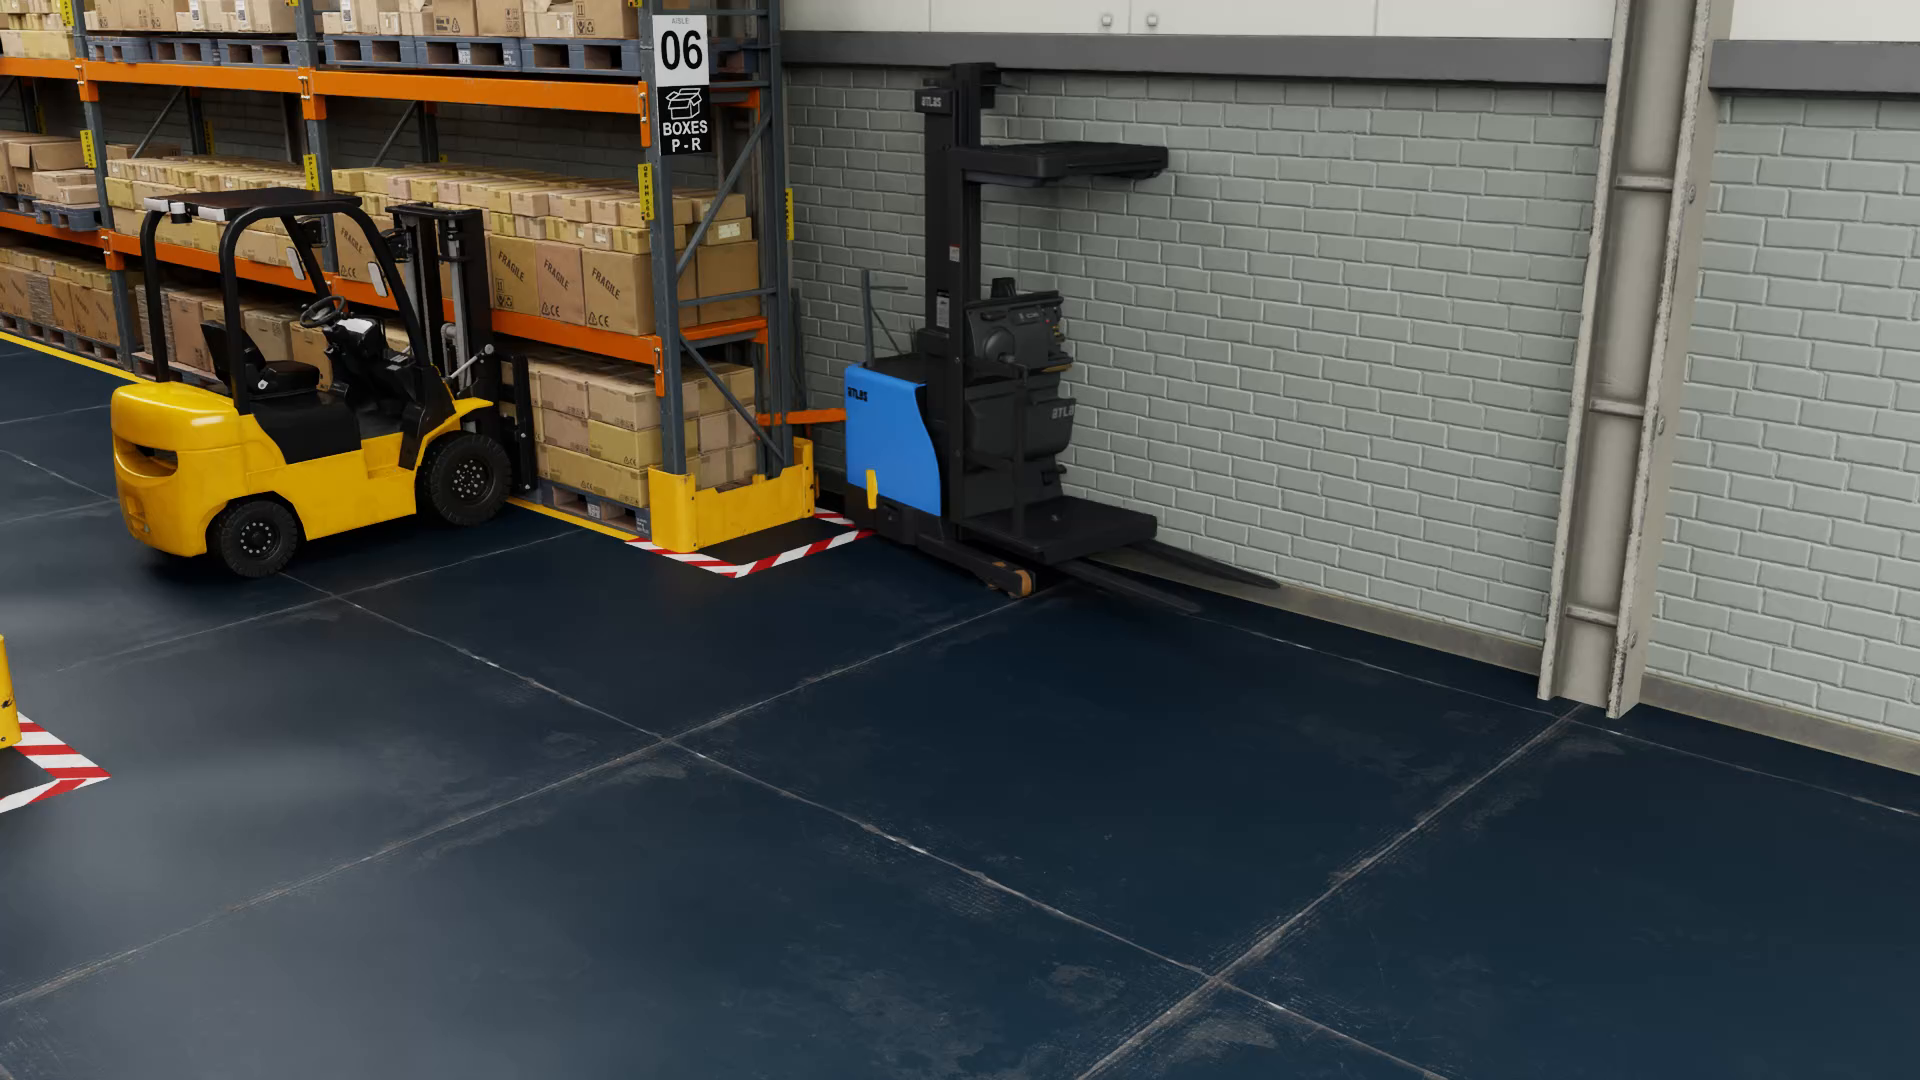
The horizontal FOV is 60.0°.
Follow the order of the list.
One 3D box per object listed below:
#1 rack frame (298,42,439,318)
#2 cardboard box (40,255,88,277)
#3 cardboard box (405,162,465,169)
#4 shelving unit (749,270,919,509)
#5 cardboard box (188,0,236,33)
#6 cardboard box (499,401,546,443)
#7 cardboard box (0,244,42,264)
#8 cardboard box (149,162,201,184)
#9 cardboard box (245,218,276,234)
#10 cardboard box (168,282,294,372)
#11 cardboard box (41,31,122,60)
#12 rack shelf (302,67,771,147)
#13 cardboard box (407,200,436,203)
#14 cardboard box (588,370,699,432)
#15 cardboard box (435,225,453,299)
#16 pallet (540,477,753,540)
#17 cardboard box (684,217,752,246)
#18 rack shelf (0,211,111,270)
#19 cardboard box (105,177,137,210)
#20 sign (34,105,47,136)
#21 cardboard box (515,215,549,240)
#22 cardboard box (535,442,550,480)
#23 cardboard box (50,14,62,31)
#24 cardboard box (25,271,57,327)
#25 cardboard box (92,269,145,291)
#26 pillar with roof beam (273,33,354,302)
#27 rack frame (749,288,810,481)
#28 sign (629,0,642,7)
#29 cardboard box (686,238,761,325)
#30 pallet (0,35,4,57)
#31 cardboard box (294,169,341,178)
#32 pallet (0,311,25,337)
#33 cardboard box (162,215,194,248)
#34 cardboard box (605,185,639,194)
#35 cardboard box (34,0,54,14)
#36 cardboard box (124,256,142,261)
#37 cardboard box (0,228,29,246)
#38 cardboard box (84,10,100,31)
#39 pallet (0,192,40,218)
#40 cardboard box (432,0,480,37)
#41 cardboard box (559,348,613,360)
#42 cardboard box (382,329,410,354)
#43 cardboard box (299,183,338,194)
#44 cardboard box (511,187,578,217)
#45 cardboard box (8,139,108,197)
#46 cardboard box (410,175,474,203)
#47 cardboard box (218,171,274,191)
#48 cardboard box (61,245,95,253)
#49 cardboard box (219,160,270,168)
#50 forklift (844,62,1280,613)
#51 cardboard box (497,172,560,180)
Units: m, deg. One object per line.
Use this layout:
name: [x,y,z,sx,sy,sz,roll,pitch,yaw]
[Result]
rack frame: [-4.473,-2.315,12.947,0.127,3.000,1.000,15,23,39]
cardboard box: [-8.975,-2.750,16.685,0.250,0.149,0.380,14,22,37]
cardboard box: [-4.034,-2.818,12.802,0.250,0.149,0.380,15,23,39]
shelving unit: [-0.824,-0.965,10.991,1.083,1.500,0.587,-1,5,37]
cardboard box: [-5.750,-4.194,13.198,0.500,0.311,0.500,14,22,37]
cardboard box: [-2.821,-0.869,11.415,0.500,0.250,0.500,14,23,38]
cardboard box: [-9.907,-3.020,17.534,0.250,0.149,0.380,14,22,36]
cardboard box: [-6.808,-3.195,14.484,0.250,0.149,0.380,15,23,40]
cardboard box: [-5.400,-2.624,13.343,0.500,0.250,0.500,14,23,38]
cardboard box: [-6.513,-1.928,14.961,0.625,0.625,0.875,16,24,41]
cardboard box: [-8.010,-4.524,15.198,0.500,0.250,0.500,14,22,37]
rack shelf: [-2.977,-3.000,11.336,4.000,0.370,1.077,15,23,39]
cardboard box: [-3.671,-2.331,11.761,0.250,0.149,0.380,15,23,39]
cardboard box: [-2.033,-0.900,10.686,0.500,0.250,0.500,16,24,41]
cardboard box: [-3.534,-2.012,11.827,0.500,0.500,0.500,15,23,39]
pallet: [-2.081,-0.327,11.292,1.213,0.211,1.003,15,23,39]
cardboard box: [-1.563,-1.995,10.702,0.250,0.149,0.380,14,23,38]
rack shelf: [-8.961,-3.177,16.852,4.000,0.370,1.077,15,23,39]
cardboard box: [-7.312,-3.135,14.952,0.500,0.250,0.500,15,23,39]
sign: [-10.091,-4.599,18.231,0.005,0.325,0.100,15,23,39]
cardboard box: [-2.700,-2.081,10.971,0.250,0.149,0.380,14,22,38]
cardboard box: [-2.776,-0.629,11.485,0.500,0.250,0.500,15,23,40]
cardboard box: [-8.071,-4.739,15.217,0.250,0.149,0.380,14,23,38]
cardboard box: [-9.085,-2.470,16.875,0.500,0.500,0.500,14,22,37]
cardboard box: [-8.002,-2.478,15.826,0.250,0.149,0.380,14,22,37]
pillar with roof beam: [-8.749,-4.946,11.319,0.400,9.000,9.100,15,23,39]
rack frame: [-1.221,-0.960,11.293,0.032,1.500,0.500,-1,5,37]
sign: [-1.852,-3.206,9.462,0.005,0.325,0.100,15,23,39]
cardboard box: [-1.667,-1.722,10.912,0.500,0.500,0.500,16,24,41]
pallet: [-9.238,-4.907,16.466,1.003,0.211,1.213,15,23,39]
cardboard box: [-5.320,-3.009,13.897,0.250,0.149,0.380,15,23,39]
pallet: [-9.823,-2.437,17.942,1.213,0.211,1.003,15,23,39]
cardboard box: [-6.532,-2.698,14.403,0.500,0.250,0.500,14,22,38]
cardboard box: [-2.146,-2.289,11.136,0.250,0.149,0.380,15,23,40]
cardboard box: [-8.277,-4.929,15.321,0.250,0.149,0.380,14,22,37]
cardboard box: [-8.210,-2.778,16.772,0.250,0.149,0.380,14,22,37]
cardboard box: [-10.139,-3.207,17.633,0.250,0.149,0.380,14,22,37]
cardboard box: [-7.406,-4.545,14.543,0.250,0.166,0.380,15,23,39]
pallet: [-8.922,-3.416,16.734,1.213,0.211,1.003,15,23,39]
cardboard box: [-3.086,-3.627,11.091,0.637,0.503,0.797,16,24,41]
cardboard box: [-2.458,-1.219,11.694,0.500,0.250,0.500,15,23,39]
cardboard box: [-3.944,-1.408,12.287,0.500,0.250,0.500,15,23,39]
cardboard box: [-4.876,-2.690,12.891,0.250,0.149,0.380,16,24,41]
cardboard box: [-2.713,-2.217,10.911,0.250,0.149,0.380,16,23,41]
cardboard box: [-8.808,-3.653,16.299,0.637,0.503,0.797,14,23,38]
cardboard box: [-3.643,-2.480,11.738,0.250,0.149,0.380,15,23,38]
cardboard box: [-5.851,-2.940,13.679,0.250,0.149,0.380,15,23,40]
cardboard box: [-9.223,-3.019,17.531,0.250,0.149,0.380,16,24,41]
cardboard box: [-6.290,-3.259,14.683,0.250,0.149,0.380,15,23,39]
forklift: [0.553,-1.230,9.641,1.130,2.935,3.031,-13,22,-36]
cardboard box: [-3.097,-2.553,11.969,0.250,0.149,0.380,15,23,39]
